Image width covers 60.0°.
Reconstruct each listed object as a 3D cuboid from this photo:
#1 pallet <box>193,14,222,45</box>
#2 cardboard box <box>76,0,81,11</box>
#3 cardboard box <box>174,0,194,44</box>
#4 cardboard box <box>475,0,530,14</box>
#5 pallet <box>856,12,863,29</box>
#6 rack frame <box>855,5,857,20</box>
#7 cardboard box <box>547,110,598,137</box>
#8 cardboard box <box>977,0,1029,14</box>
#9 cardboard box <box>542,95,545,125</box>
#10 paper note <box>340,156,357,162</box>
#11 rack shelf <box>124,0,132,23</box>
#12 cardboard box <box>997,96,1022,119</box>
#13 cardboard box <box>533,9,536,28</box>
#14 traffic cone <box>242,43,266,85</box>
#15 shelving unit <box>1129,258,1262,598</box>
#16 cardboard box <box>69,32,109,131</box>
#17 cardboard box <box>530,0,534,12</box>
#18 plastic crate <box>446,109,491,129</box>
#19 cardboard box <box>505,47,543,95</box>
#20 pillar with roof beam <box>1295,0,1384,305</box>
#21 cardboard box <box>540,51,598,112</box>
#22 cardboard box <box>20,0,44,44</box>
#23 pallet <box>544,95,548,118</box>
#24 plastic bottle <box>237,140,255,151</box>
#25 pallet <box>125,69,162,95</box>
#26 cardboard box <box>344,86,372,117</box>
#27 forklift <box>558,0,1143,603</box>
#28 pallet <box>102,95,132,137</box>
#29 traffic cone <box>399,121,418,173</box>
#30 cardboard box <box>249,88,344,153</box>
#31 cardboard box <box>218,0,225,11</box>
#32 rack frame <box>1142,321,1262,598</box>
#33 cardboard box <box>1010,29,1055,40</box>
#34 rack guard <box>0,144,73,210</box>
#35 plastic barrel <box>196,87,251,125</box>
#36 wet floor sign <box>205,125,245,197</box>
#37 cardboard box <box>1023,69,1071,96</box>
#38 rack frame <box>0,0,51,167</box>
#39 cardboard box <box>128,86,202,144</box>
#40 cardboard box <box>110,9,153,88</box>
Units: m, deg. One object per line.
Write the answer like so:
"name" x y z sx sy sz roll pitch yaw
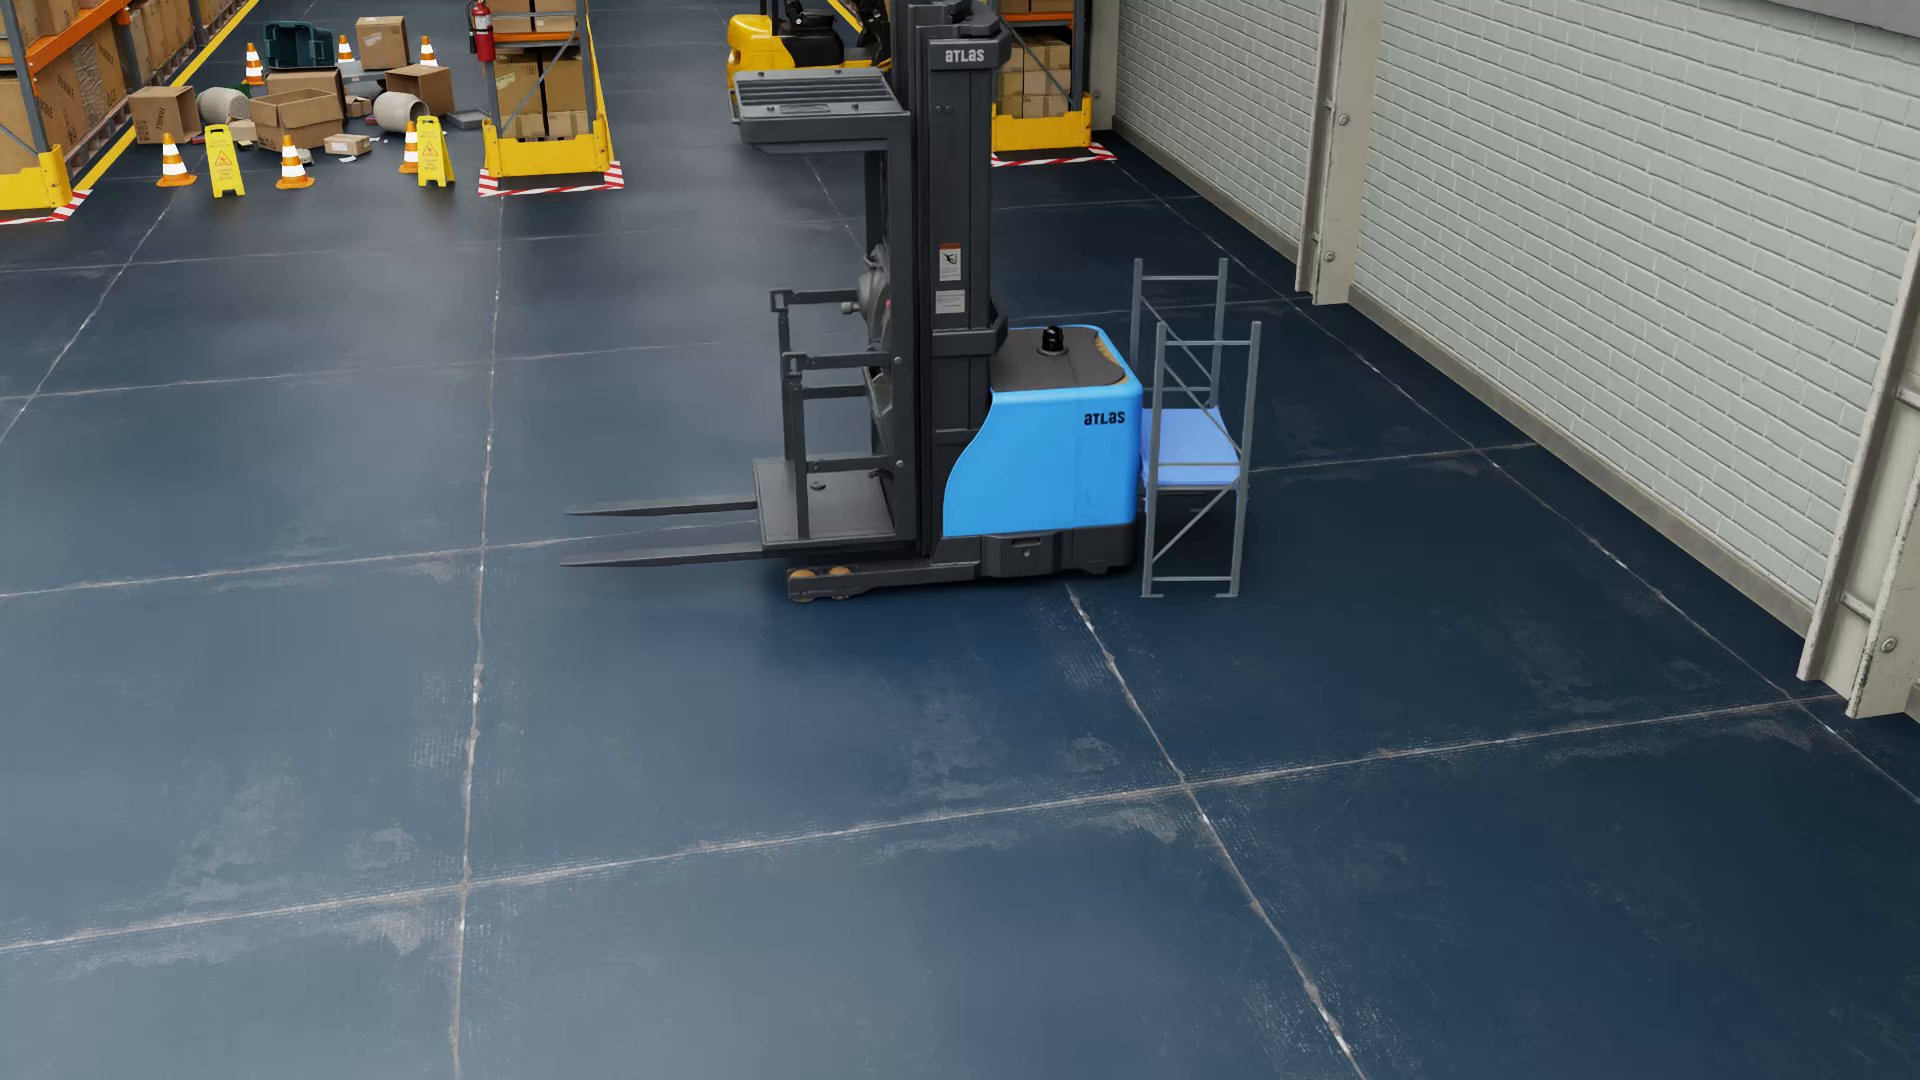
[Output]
"pallet" -10.840 -7.050 22.983 1.003 0.211 1.213 -6 27 -12
"cardboard box" -9.516 -5.614 16.876 0.875 0.550 0.550 -6 27 -12
"cardboard box" -10.616 -6.858 21.539 1.050 0.750 0.750 -6 27 -12
"cardboard box" -4.453 -5.374 16.128 0.500 0.500 0.500 -6 27 -13
"pallet" -0.883 -7.394 23.665 1.003 0.211 1.213 -6 27 -12
"rack frame" -1.030 -9.004 23.760 1.000 3.000 0.127 -6 27 -12
"cardboard box" -3.975 -4.329 17.083 0.500 0.250 0.500 -6 27 -12
"cardboard box" 0.406 -5.726 17.155 0.500 0.500 0.500 -7 28 -13
"cardboard box" -4.616 -4.502 17.426 0.500 0.250 0.500 -6 27 -11
"paper note" -6.215 -3.874 16.891 0.148 0.019 0.142 -16 31 -29
"rack shelf" -10.215 -6.752 20.097 1.077 0.370 4.000 -6 27 -12
"cardboard box" 0.359 -4.626 17.672 0.500 0.250 0.500 -6 27 -11
"cardboard box" -4.008 -5.154 16.411 0.380 0.149 0.250 -6 27 -11
"traffic cone" -8.595 -5.805 20.238 0.336 0.463 0.334 -6 27 -12
"shelving unit" 1.192 -0.605 8.784 0.538 1.500 1.048 0 27 -1
"cardboard box" -9.483 -4.756 17.236 0.875 0.875 0.875 -6 27 -11
"cardboard box" -4.565 -5.468 17.034 0.380 0.149 0.250 -6 27 -11
"plastic crate" -5.409 -4.667 18.407 0.402 0.080 0.583 -16 31 -29
"cardboard box" -4.618 -4.835 17.254 0.500 0.500 0.500 -5 27 -10
"pillar with roof beam" -1.348 -5.496 10.153 9.100 9.000 0.400 -6 27 -12
"cardboard box" -3.981 -4.674 16.934 0.500 0.500 0.500 -7 28 -13
"cardboard box" -9.135 -4.904 15.470 0.875 0.550 0.550 -6 27 -12
"pallet" -4.500 -4.670 18.268 1.003 0.211 1.213 -6 27 -12
"plastic bottle" -7.462 -4.122 17.349 0.133 0.061 0.283 -16 31 -29
"pallet" -10.011 -5.282 19.480 1.003 0.211 1.213 -6 27 -12
"cardboard box" -6.871 -4.946 18.755 0.396 0.266 0.258 19 32 32
"forklift" -0.615 -1.241 8.455 3.031 2.935 1.130 -4 27 -8
"pallet" -9.669 -4.609 18.147 1.003 0.211 1.213 -6 27 -12
"traffic cone" -5.416 -3.912 16.487 0.336 0.463 0.334 -6 27 -12
"cardboard box" -6.925 -4.386 17.381 0.637 0.503 0.797 19 32 32
"cardboard box" -10.813 -7.805 23.692 0.500 0.500 0.500 -7 28 -13
"rack frame" 1.199 -0.376 8.330 0.500 1.500 0.032 0 27 -1
"cardboard box" 0.733 -5.348 17.992 0.500 0.250 0.500 -6 27 -12
"rack guard" -8.857 -3.313 15.259 1.175 0.500 0.348 -6 27 -12
"plastic barrel" -8.014 -4.703 18.098 0.512 0.421 0.421 13 30 24
"wet floor sign" -6.927 -3.577 15.620 0.267 0.644 0.232 -11 29 -20
"cardboard box" 0.869 -4.903 17.665 0.500 0.250 0.500 -5 27 -11
"rack frame" -8.862 -4.439 14.717 1.000 3.000 0.127 -6 27 -12
"cardboard box" -8.414 -4.503 17.615 0.500 0.500 0.500 -1 27 -3
"cardboard box" -9.991 -5.642 19.130 1.050 0.750 0.750 -6 27 -12
